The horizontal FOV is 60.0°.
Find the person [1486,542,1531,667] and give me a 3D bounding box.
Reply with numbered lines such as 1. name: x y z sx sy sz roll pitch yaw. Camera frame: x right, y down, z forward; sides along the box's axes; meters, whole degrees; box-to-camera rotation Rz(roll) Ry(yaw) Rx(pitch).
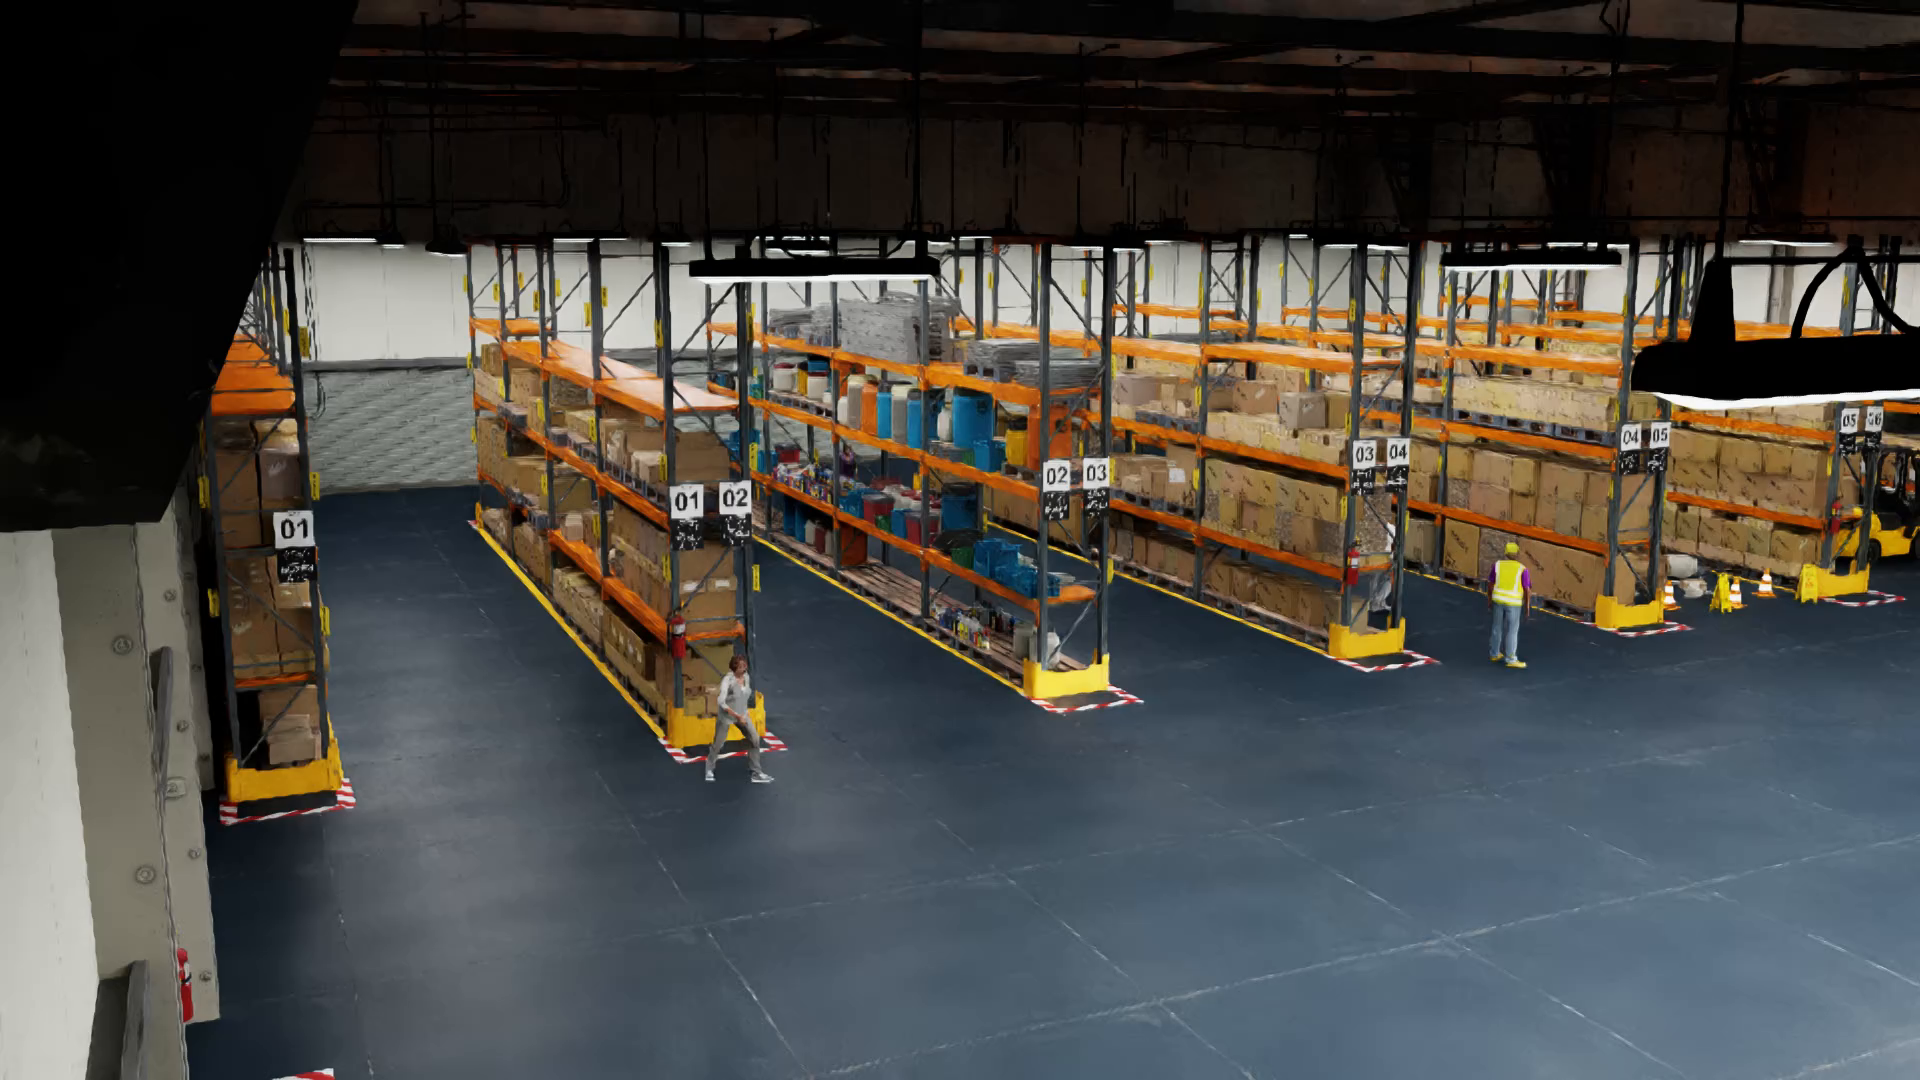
1. person: 7.855 0.892 23.790 0.645 1.772 0.464 9 14 38

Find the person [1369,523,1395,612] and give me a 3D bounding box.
1. person: 6.821 0.293 26.979 0.610 1.763 0.456 9 14 38

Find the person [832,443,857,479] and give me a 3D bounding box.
1. person: -2.505 -1.358 36.116 0.566 1.541 0.519 -5 12 -26

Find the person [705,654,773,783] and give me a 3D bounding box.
1. person: -2.554 1.994 18.766 0.562 1.528 0.778 -10 15 -42
